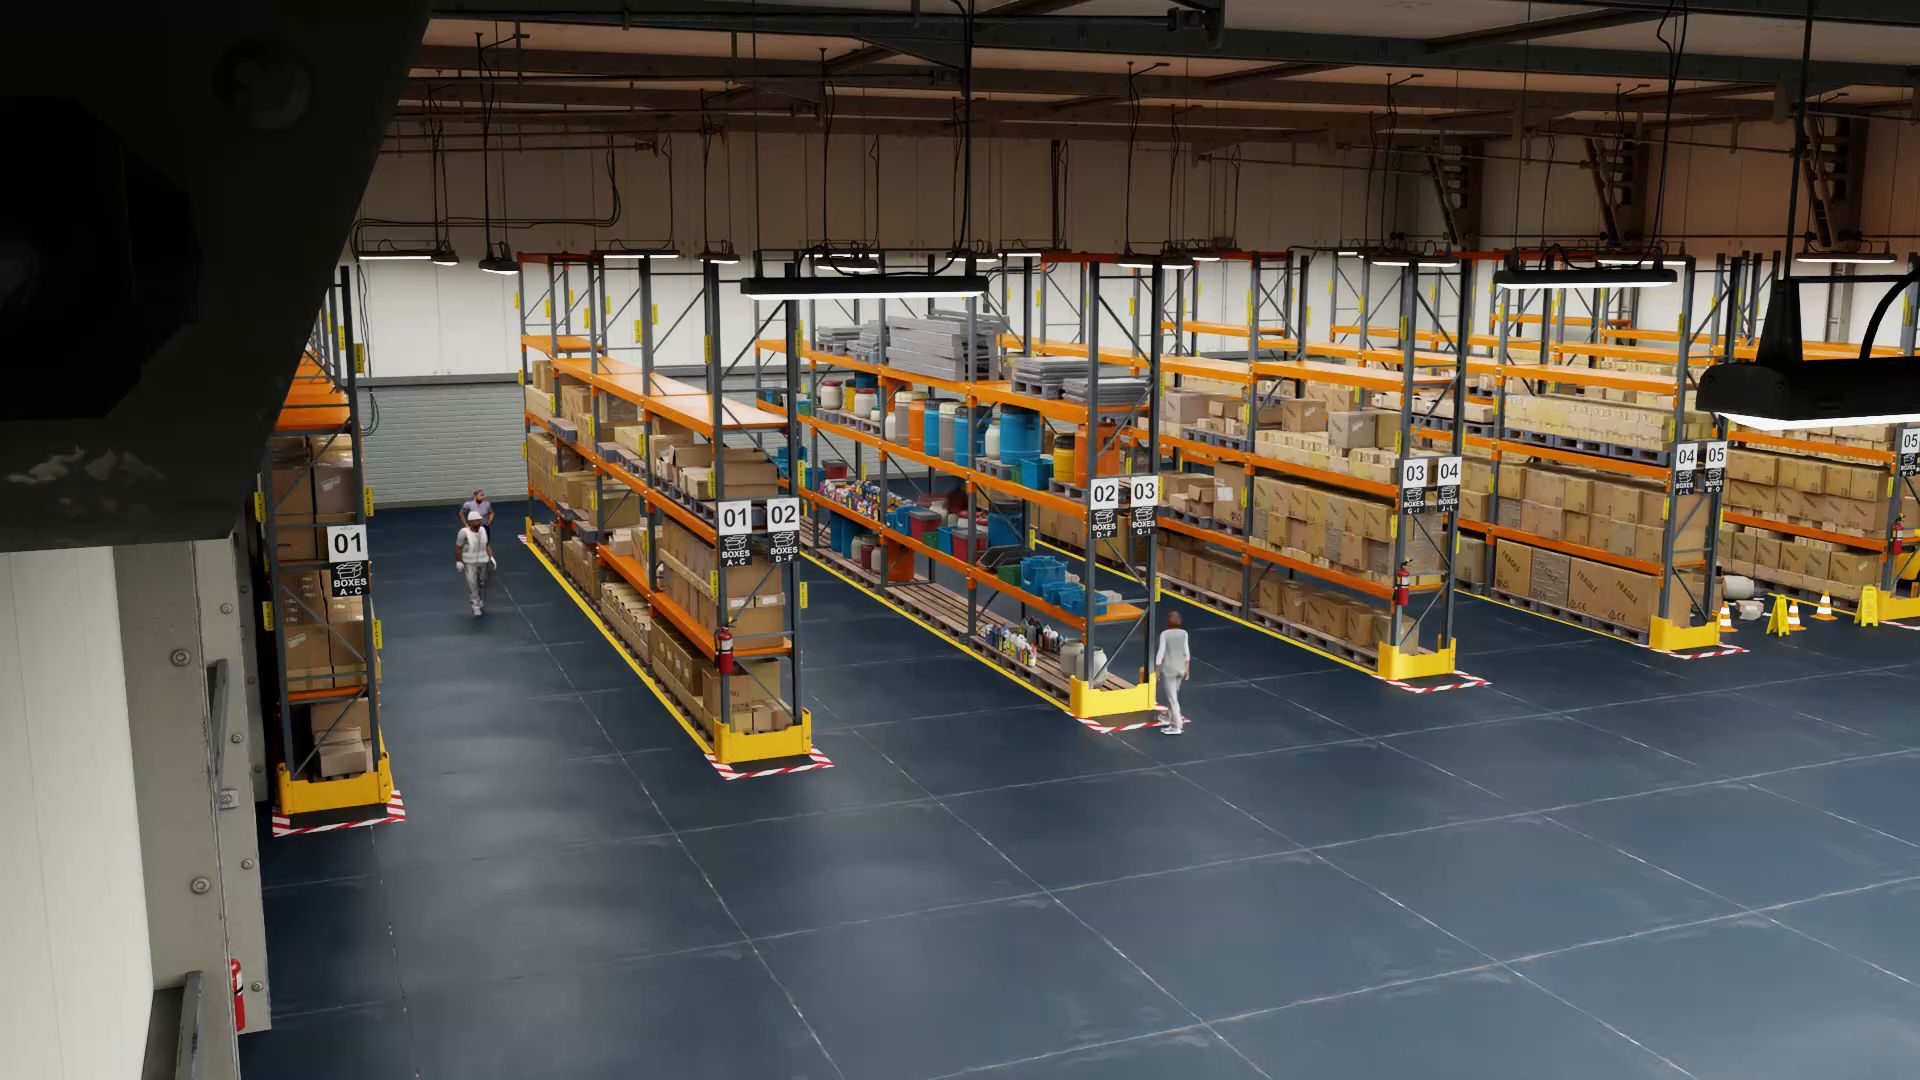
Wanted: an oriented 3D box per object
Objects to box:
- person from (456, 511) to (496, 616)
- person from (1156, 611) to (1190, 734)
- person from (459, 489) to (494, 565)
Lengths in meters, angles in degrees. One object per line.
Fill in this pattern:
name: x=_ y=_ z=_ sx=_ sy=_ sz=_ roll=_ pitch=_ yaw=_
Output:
person: x=-8.164 y=0.375 z=28.071 sx=0.652 sy=1.730 sz=1.046 roll=-5 pitch=11 yaw=-24
person: x=2.677 y=1.676 z=21.452 sx=0.415 sy=1.595 sz=0.629 roll=-6 pitch=12 yaw=-31
person: x=-9.132 y=-0.151 z=31.483 sx=0.627 sy=1.675 sz=0.742 roll=-3 pitch=11 yaw=-17
